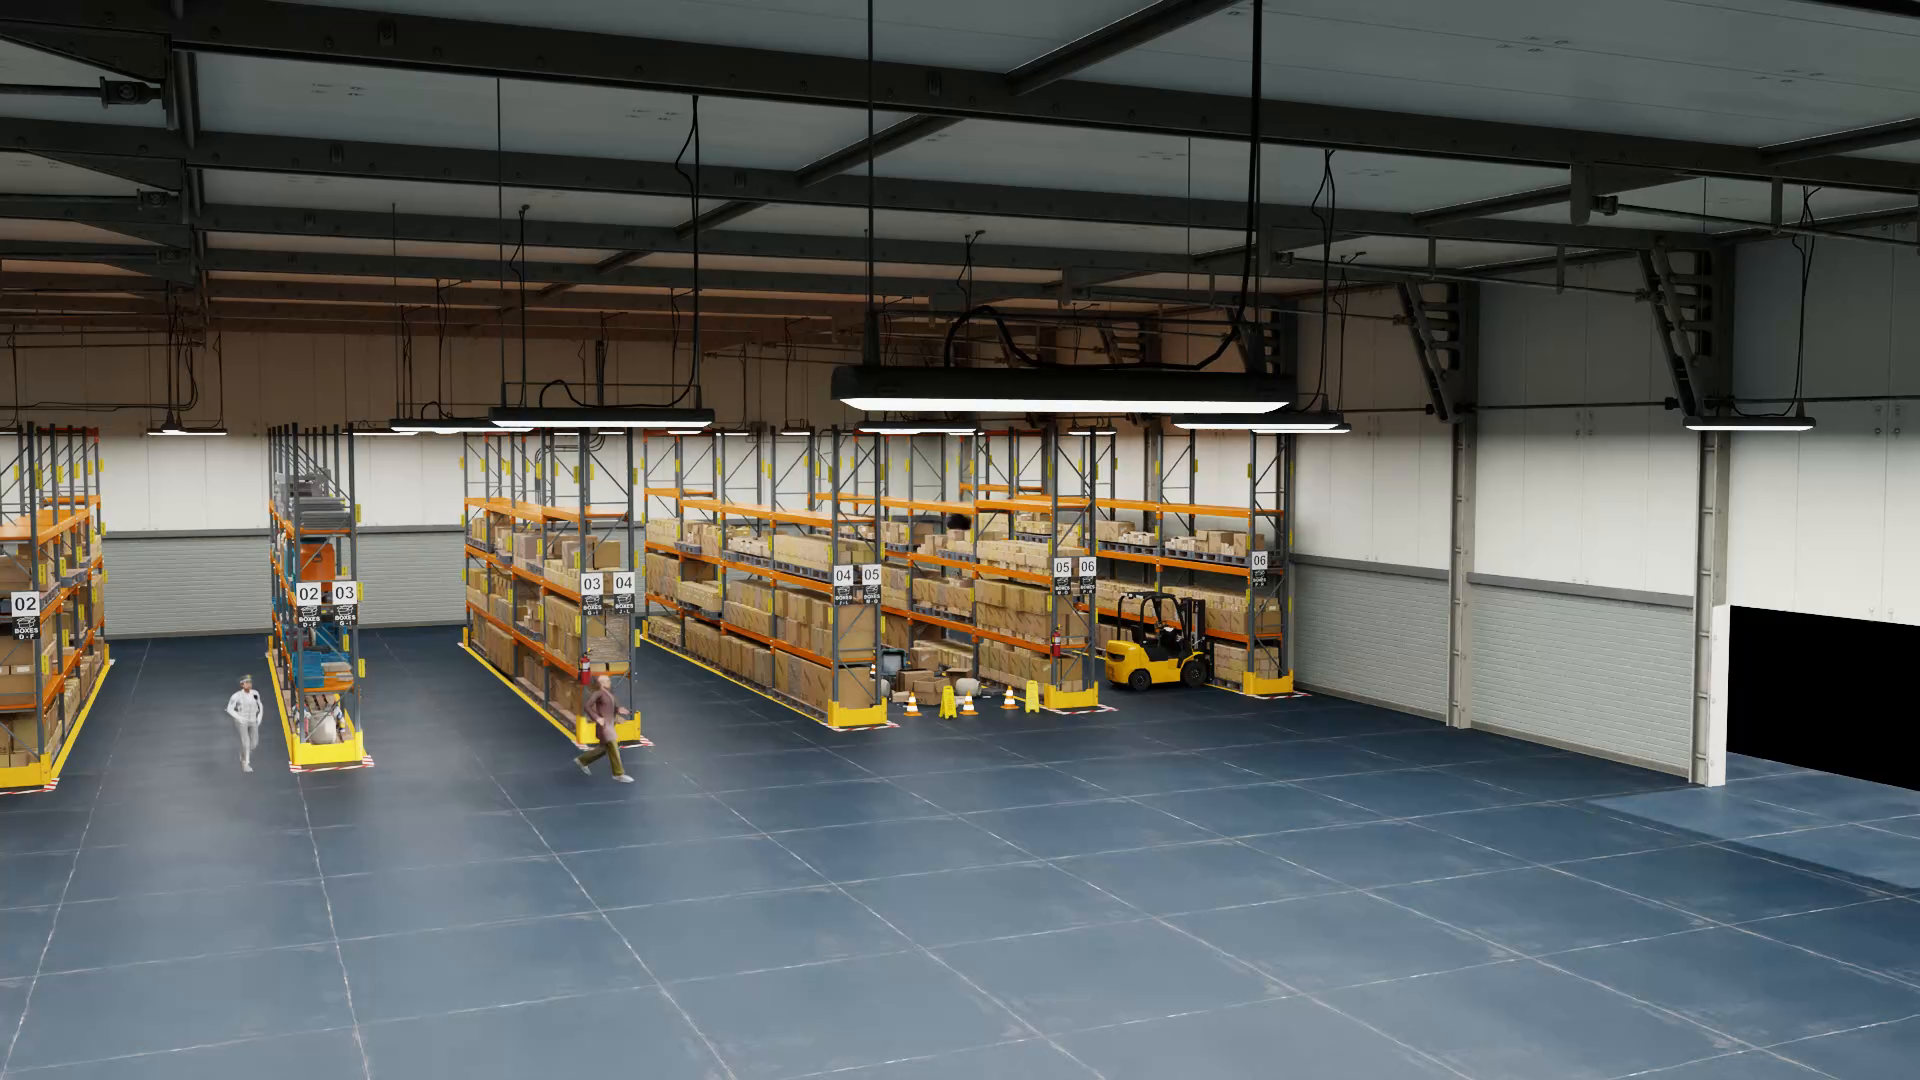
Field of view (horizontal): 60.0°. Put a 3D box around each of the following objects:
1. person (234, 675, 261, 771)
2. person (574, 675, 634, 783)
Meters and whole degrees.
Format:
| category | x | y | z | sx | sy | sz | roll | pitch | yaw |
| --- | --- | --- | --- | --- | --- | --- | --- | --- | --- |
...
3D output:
| category | x | y | z | sx | sy | sz | roll | pitch | yaw |
| --- | --- | --- | --- | --- | --- | --- | --- | --- | --- |
| person | -12.356 | 3.153 | 28.793 | 0.584 | 1.658 | 0.482 | 3 | 5 | 43 |
| person | -5.944 | 3.139 | 27.712 | 1.039 | 1.788 | 0.709 | 0 | 3 | 4 |
